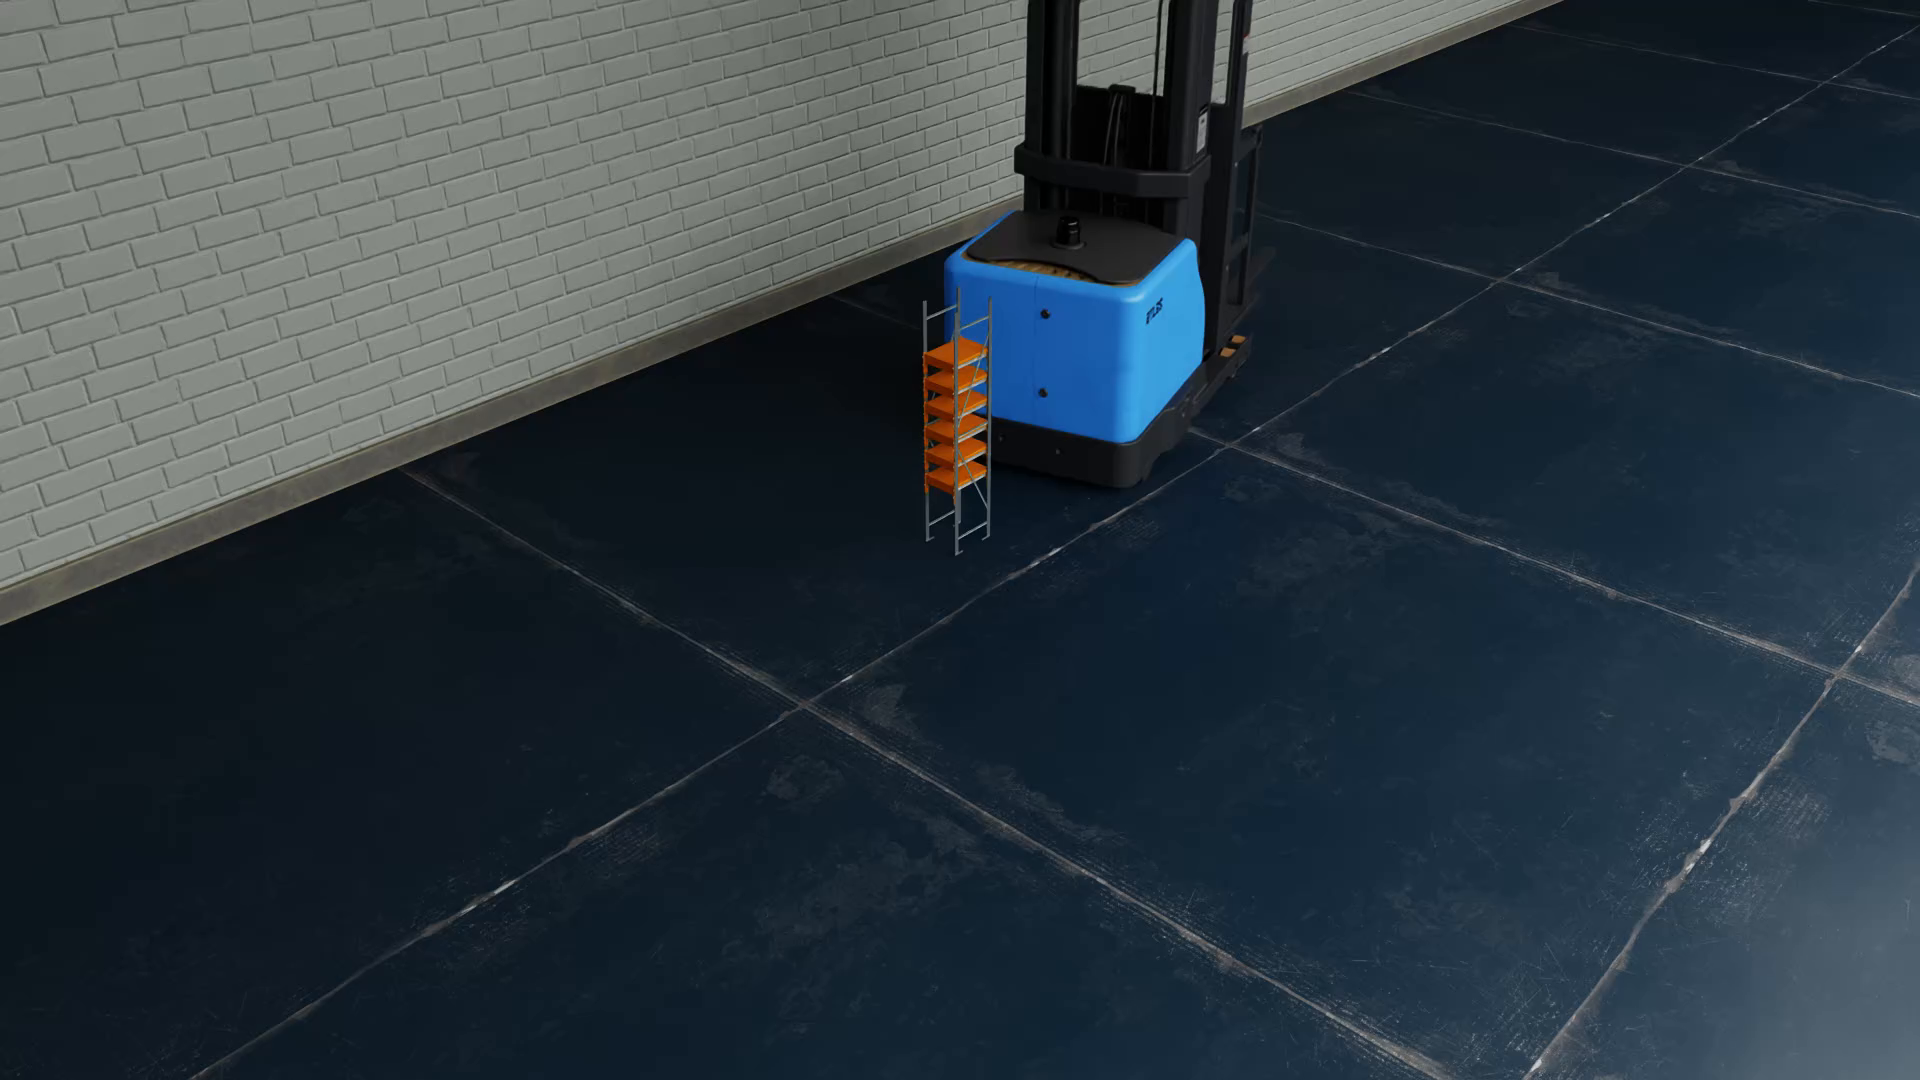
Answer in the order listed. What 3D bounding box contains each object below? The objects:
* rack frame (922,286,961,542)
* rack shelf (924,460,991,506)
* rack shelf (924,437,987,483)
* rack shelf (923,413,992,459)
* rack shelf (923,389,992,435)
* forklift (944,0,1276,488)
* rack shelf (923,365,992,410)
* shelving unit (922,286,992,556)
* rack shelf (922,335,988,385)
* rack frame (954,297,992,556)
[{"bbox_3d":[-0.079,-0.551,7.501,0.006,1.200,0.240,25,39,35],"label":"rack frame"},{"bbox_3d":[-0.011,-0.275,7.596,0.180,0.103,0.258,25,39,35],"label":"rack shelf"},{"bbox_3d":[-0.011,-0.378,7.534,0.180,0.103,0.258,25,39,35],"label":"rack shelf"},{"bbox_3d":[-0.011,-0.481,7.472,0.180,0.103,0.258,25,39,35],"label":"rack shelf"},{"bbox_3d":[-0.011,-0.584,7.410,0.180,0.103,0.258,25,39,35],"label":"rack shelf"},{"bbox_3d":[1.001,-2.245,8.638,1.130,2.935,3.031,14,34,22],"label":"forklift"},{"bbox_3d":[-0.011,-0.687,7.348,0.180,0.103,0.258,25,39,35],"label":"rack shelf"},{"bbox_3d":[-0.011,-0.519,7.449,0.189,1.200,0.258,25,39,35],"label":"shelving unit"},{"bbox_3d":[-0.011,-0.789,7.286,0.180,0.103,0.258,25,39,35],"label":"rack shelf"},{"bbox_3d":[0.057,-0.487,7.396,0.006,1.200,0.240,25,39,35],"label":"rack frame"}]
